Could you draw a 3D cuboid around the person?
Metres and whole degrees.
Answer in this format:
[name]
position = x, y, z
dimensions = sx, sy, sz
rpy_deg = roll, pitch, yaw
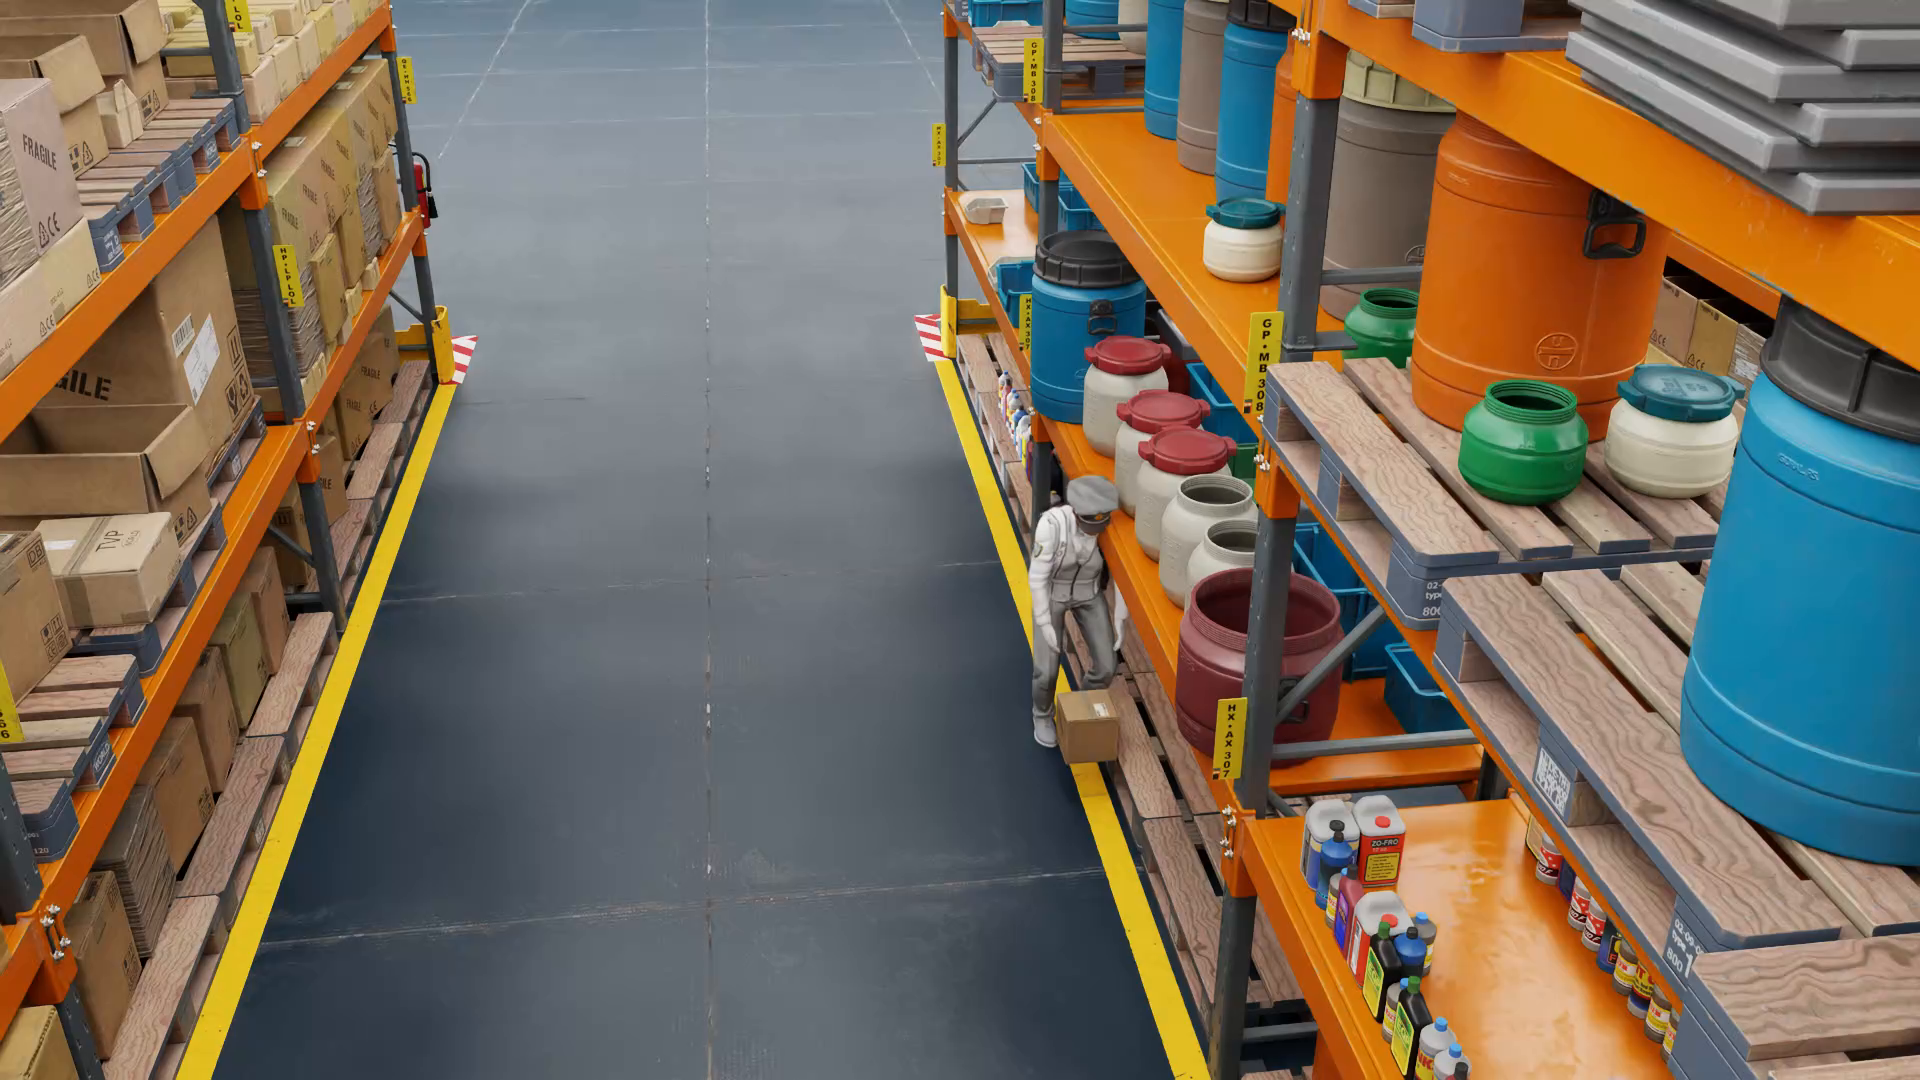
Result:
[person]
position = 0.588, 0.330, 8.174
dimensions = 0.529, 1.497, 0.613
rpy_deg = -3, 28, -7
